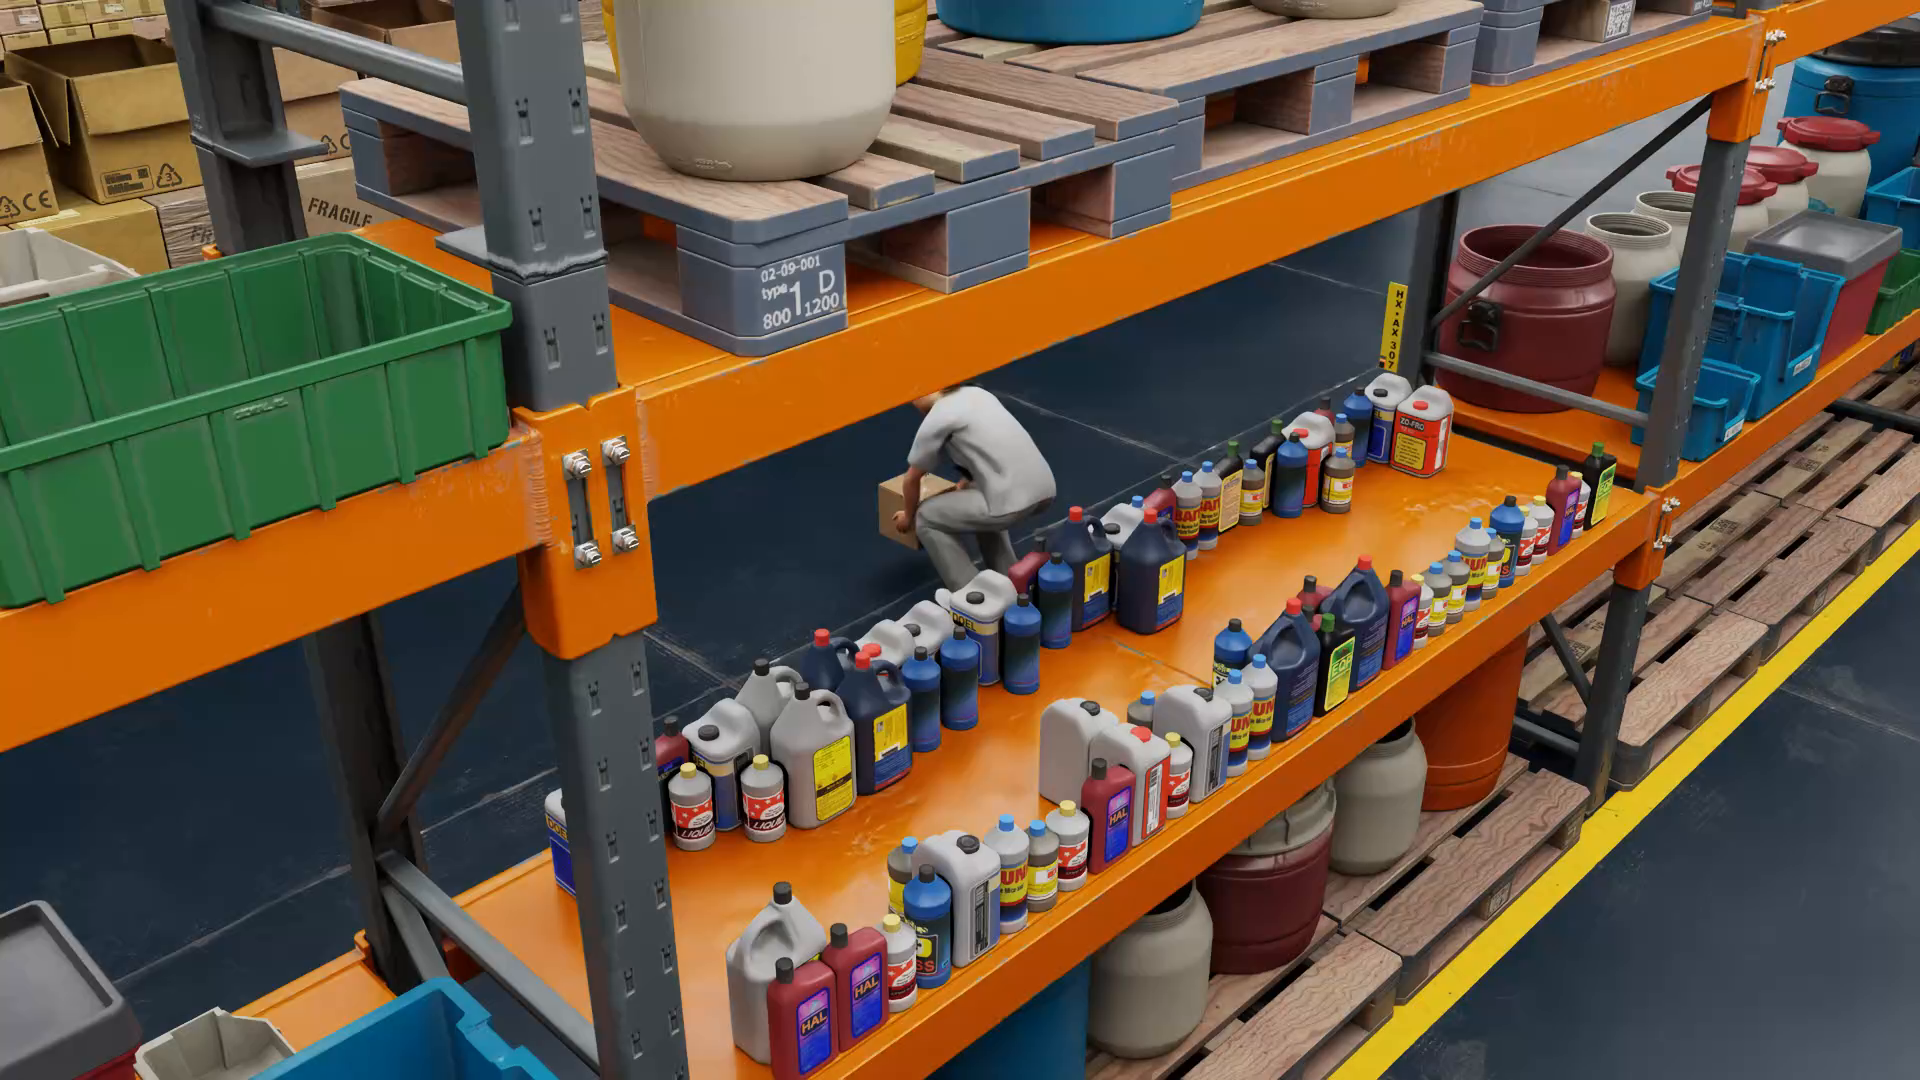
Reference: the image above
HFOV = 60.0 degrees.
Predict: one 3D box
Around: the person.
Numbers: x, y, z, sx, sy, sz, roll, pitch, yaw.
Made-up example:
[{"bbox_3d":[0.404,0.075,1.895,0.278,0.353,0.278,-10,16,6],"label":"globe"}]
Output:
[{"bbox_3d":[0.046,-0.218,7.136,0.746,1.116,0.490,25,37,38],"label":"person"}]
